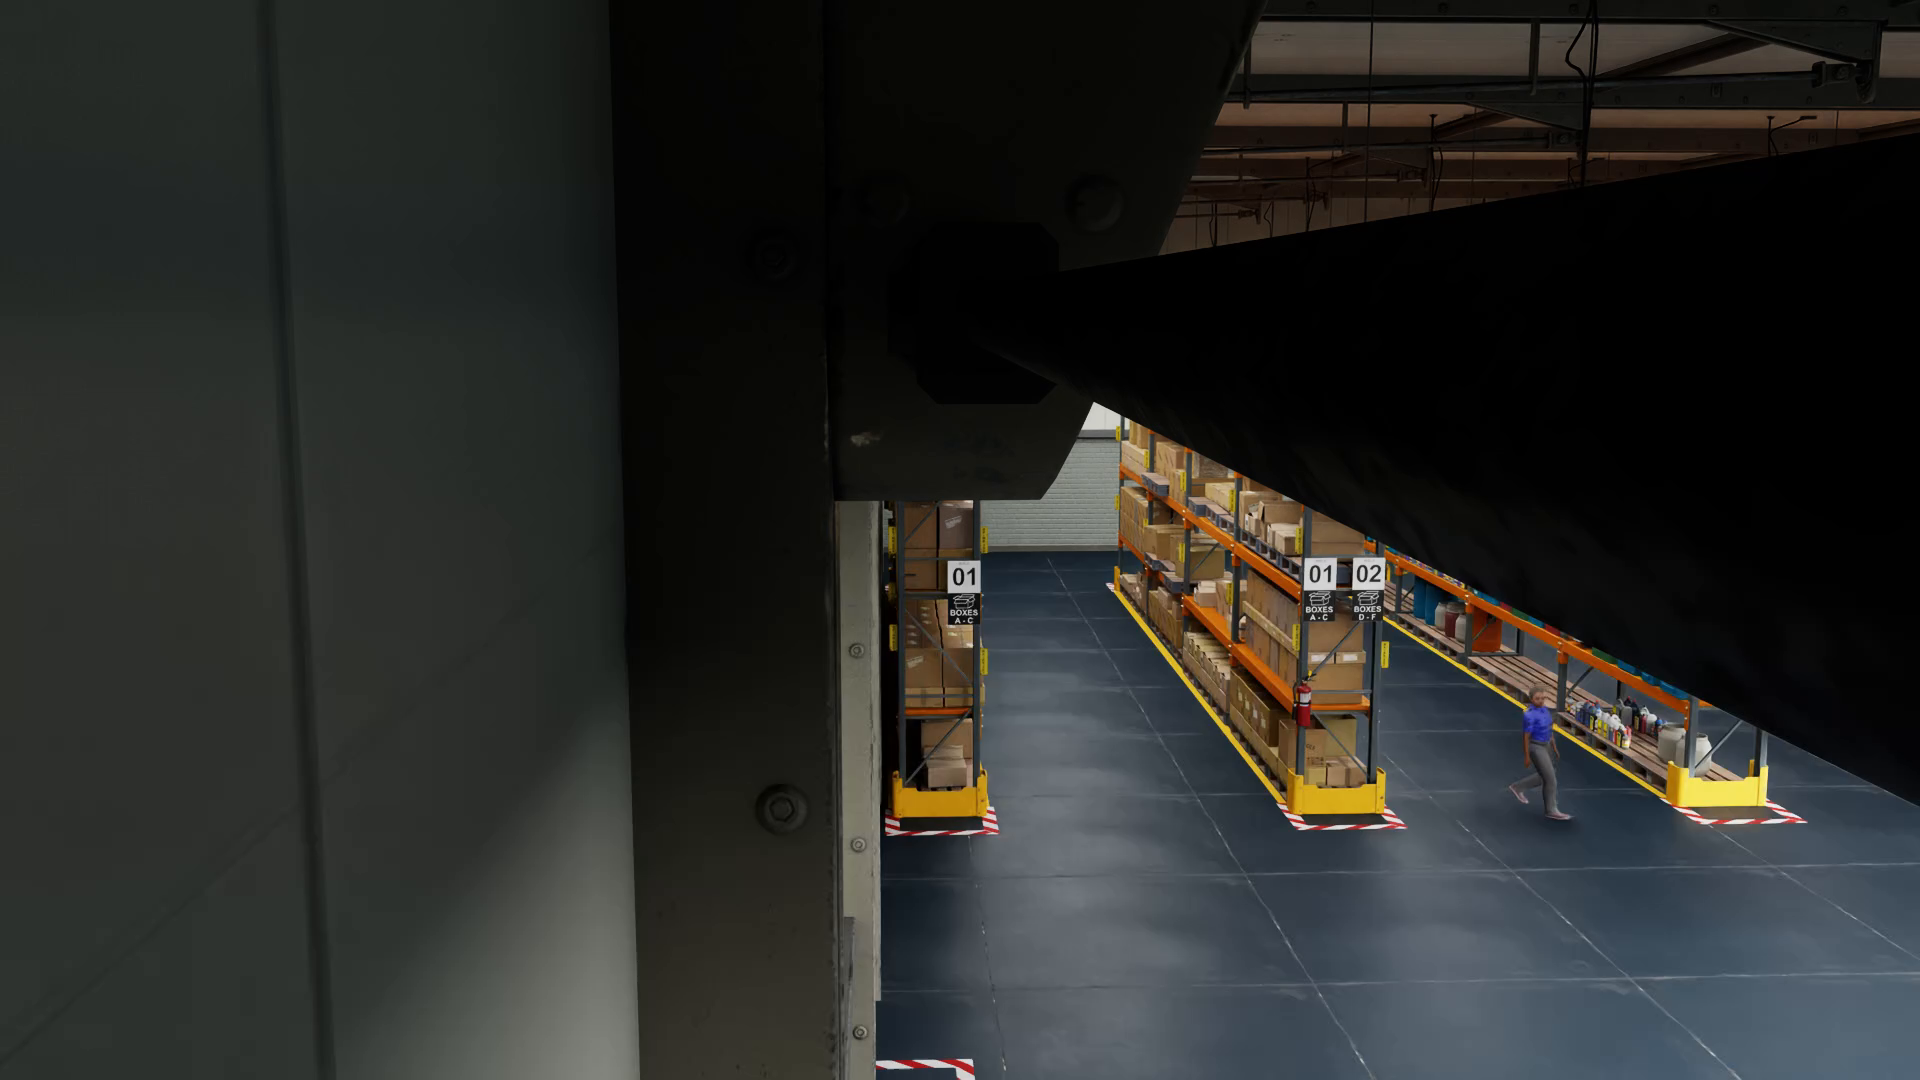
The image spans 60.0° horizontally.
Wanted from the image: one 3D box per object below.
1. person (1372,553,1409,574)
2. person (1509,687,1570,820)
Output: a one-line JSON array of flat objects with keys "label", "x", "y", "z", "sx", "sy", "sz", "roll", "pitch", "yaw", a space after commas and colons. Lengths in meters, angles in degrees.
[{"label": "person", "x": 9.930, "y": -0.072, "z": 38.442, "sx": 1.028, "sy": 1.709, "sz": 0.581, "roll": 3, "pitch": 9, "yaw": 20}, {"label": "person", "x": 7.135, "y": 2.595, "z": 20.447, "sx": 0.804, "sy": 1.615, "sz": 0.448, "roll": 7, "pitch": 11, "yaw": 38}]
